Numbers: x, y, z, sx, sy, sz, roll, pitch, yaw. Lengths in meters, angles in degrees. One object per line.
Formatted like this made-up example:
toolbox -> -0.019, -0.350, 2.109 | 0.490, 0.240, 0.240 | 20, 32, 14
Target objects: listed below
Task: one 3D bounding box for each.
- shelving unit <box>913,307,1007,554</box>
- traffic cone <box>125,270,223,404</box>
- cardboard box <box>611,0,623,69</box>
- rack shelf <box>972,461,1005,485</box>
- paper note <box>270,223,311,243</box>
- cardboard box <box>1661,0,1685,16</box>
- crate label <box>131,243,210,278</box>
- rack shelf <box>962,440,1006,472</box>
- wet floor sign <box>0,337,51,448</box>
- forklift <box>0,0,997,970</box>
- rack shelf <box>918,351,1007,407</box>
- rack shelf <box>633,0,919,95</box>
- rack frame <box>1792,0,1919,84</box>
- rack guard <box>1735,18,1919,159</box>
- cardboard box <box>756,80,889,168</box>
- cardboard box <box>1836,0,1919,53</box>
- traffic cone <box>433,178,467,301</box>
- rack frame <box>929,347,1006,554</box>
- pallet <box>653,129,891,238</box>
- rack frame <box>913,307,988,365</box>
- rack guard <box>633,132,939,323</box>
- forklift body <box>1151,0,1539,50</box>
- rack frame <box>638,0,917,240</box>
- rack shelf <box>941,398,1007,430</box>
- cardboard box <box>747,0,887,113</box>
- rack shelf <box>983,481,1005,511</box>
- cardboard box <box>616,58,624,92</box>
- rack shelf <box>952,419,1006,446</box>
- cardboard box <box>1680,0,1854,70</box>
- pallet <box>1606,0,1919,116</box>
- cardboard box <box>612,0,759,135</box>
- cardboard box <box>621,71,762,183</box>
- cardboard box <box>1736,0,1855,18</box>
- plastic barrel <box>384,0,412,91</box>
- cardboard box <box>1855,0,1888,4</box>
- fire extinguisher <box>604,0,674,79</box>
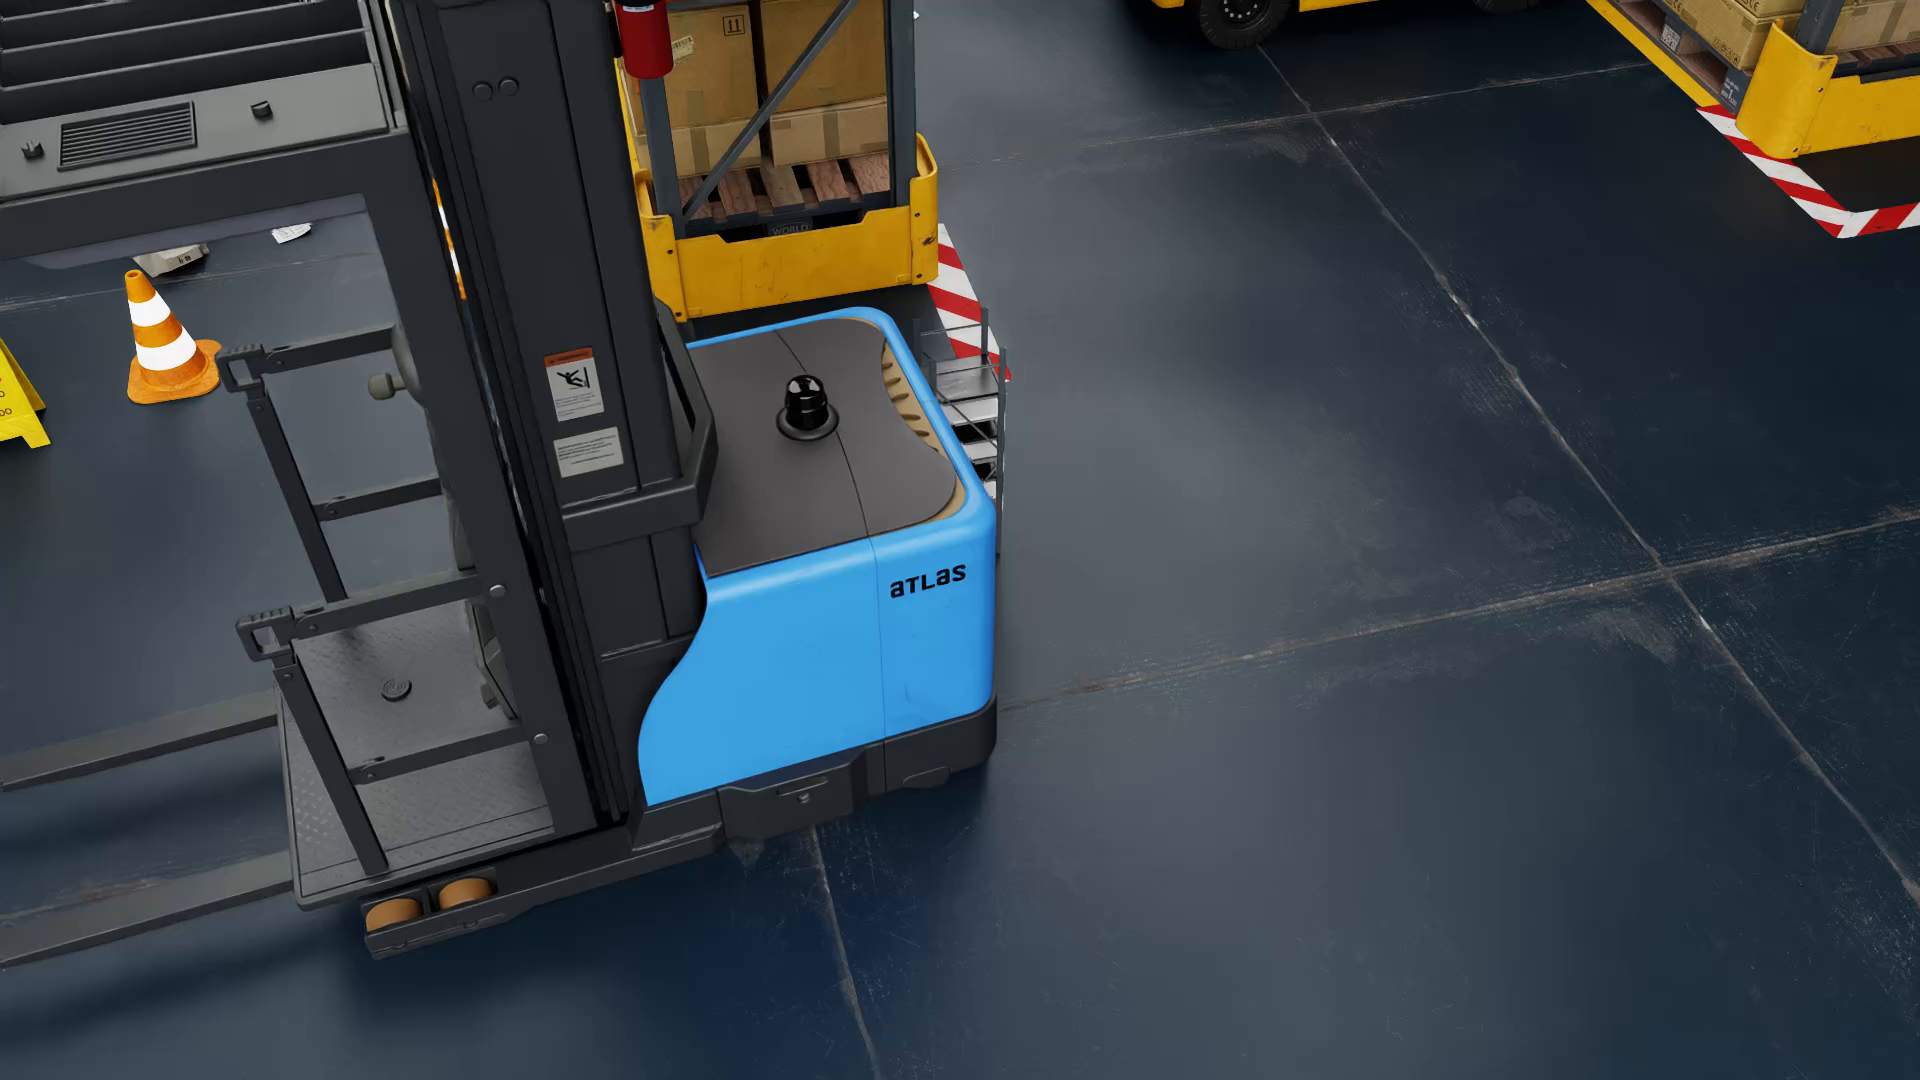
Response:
shelving unit -> -0.002, -0.321, 5.434 | 0.258, 0.900, 0.210 | -11, 47, -10
traffic cone -> -3.006, -0.805, 6.215 | 0.336, 0.463, 0.334 | -11, 47, -10
cardboard box -> -1.257, -2.382, 7.090 | 0.500, 0.500, 0.500 | -9, 46, -9
rack shelf -> -0.002, -0.234, 5.522 | 0.258, 0.077, 0.200 | -11, 47, -10
paper note -> -2.830, -1.319, 7.021 | 0.148, 0.019, 0.142 | -26, 51, -24
cardboard box -> 3.590, -2.776, 8.001 | 0.500, 0.250, 0.500 | -11, 47, -10
crate label -> -3.268, -1.222, 6.852 | 0.250, 0.136, 0.298 | -35, 55, -30
rack shelf -> -0.002, -0.297, 5.458 | 0.258, 0.077, 0.200 | -11, 47, -10
wet floor sign -> -3.501, -0.613, 5.898 | 0.267, 0.644, 0.232 | -18, 48, -17
forklift -> -1.463, -0.304, 3.996 | 3.031, 2.935, 1.130 | -15, 47, -14
rack shelf -> -0.002, -0.486, 5.265 | 0.258, 0.077, 0.200 | -11, 47, -10
rack shelf -> -1.175, -3.198, 7.288 | 1.077, 0.370, 4.000 | -11, 47, -10
rack frame -> 4.134, -2.980, 6.570 | 1.000, 3.000, 0.127 | -11, 47, -10
rack guard -> 4.140, -2.088, 7.446 | 1.175, 0.500, 0.348 | -11, 47, -10
cardboard box -> -0.603, -1.861, 7.105 | 0.500, 0.250, 0.500 | -11, 47, -11
cardboard box -> 4.197, -2.539, 7.769 | 0.500, 0.250, 0.500 | -11, 47, -10
traffic cone -> -2.020, -1.242, 6.644 | 0.336, 0.463, 0.334 | -11, 47, -10
rack frame -> 0.024, -0.250, 5.365 | 0.240, 0.900, 0.006 | -11, 47, -10
pallet -> -0.857, -1.713, 7.281 | 1.003, 0.211, 1.213 | -11, 47, -10
rack frame -> -0.028, -0.391, 5.503 | 0.240, 0.900, 0.006 | -11, 47, -10
rack guard -> -0.683, -1.247, 6.622 | 1.175, 0.500, 0.348 | -11, 47, -10
forklift body -> 1.885, -3.658, 7.829 | 2.313, 2.155, 1.214 | -11, 47, -10
rack frame -> -0.663, -2.069, 5.678 | 1.000, 3.000, 0.127 | -11, 47, -10
rack shelf -> -0.002, -0.423, 5.329 | 0.258, 0.077, 0.200 | -11, 47, -10
cardboard box -> -0.609, -2.140, 6.853 | 0.500, 0.500, 0.500 | -12, 47, -12
rack shelf -> -0.002, -0.171, 5.586 | 0.258, 0.077, 0.200 | -11, 47, -10
cardboard box -> -1.255, -2.122, 7.360 | 0.500, 0.250, 0.500 | -11, 47, -10
rack shelf -> -0.002, -0.360, 5.394 | 0.258, 0.077, 0.200 | -11, 47, -10
cardboard box -> 3.708, -2.431, 7.663 | 0.500, 0.250, 0.500 | -10, 46, -10
pallet -> 3.898, -2.524, 8.076 | 1.003, 0.211, 1.213 | -11, 47, -10
cardboard box -> -1.121, -2.022, 6.737 | 0.500, 0.500, 0.500 | -10, 46, -10
cardboard box -> -1.137, -1.779, 7.025 | 0.500, 0.250, 0.500 | -11, 47, -11
cardboard box -> 3.707, -2.618, 7.497 | 0.500, 0.250, 0.500 | -11, 47, -11
plastic barrel -> -2.656, -2.317, 7.724 | 0.512, 0.421, 0.421 | 19, 48, 17
cardboard box -> 4.214, -2.702, 7.579 | 0.500, 0.250, 0.500 | -10, 46, -10
fire extinguisher -> -1.080, -1.879, 5.545 | 0.296, 0.674, 0.183 | -11, 47, -10
